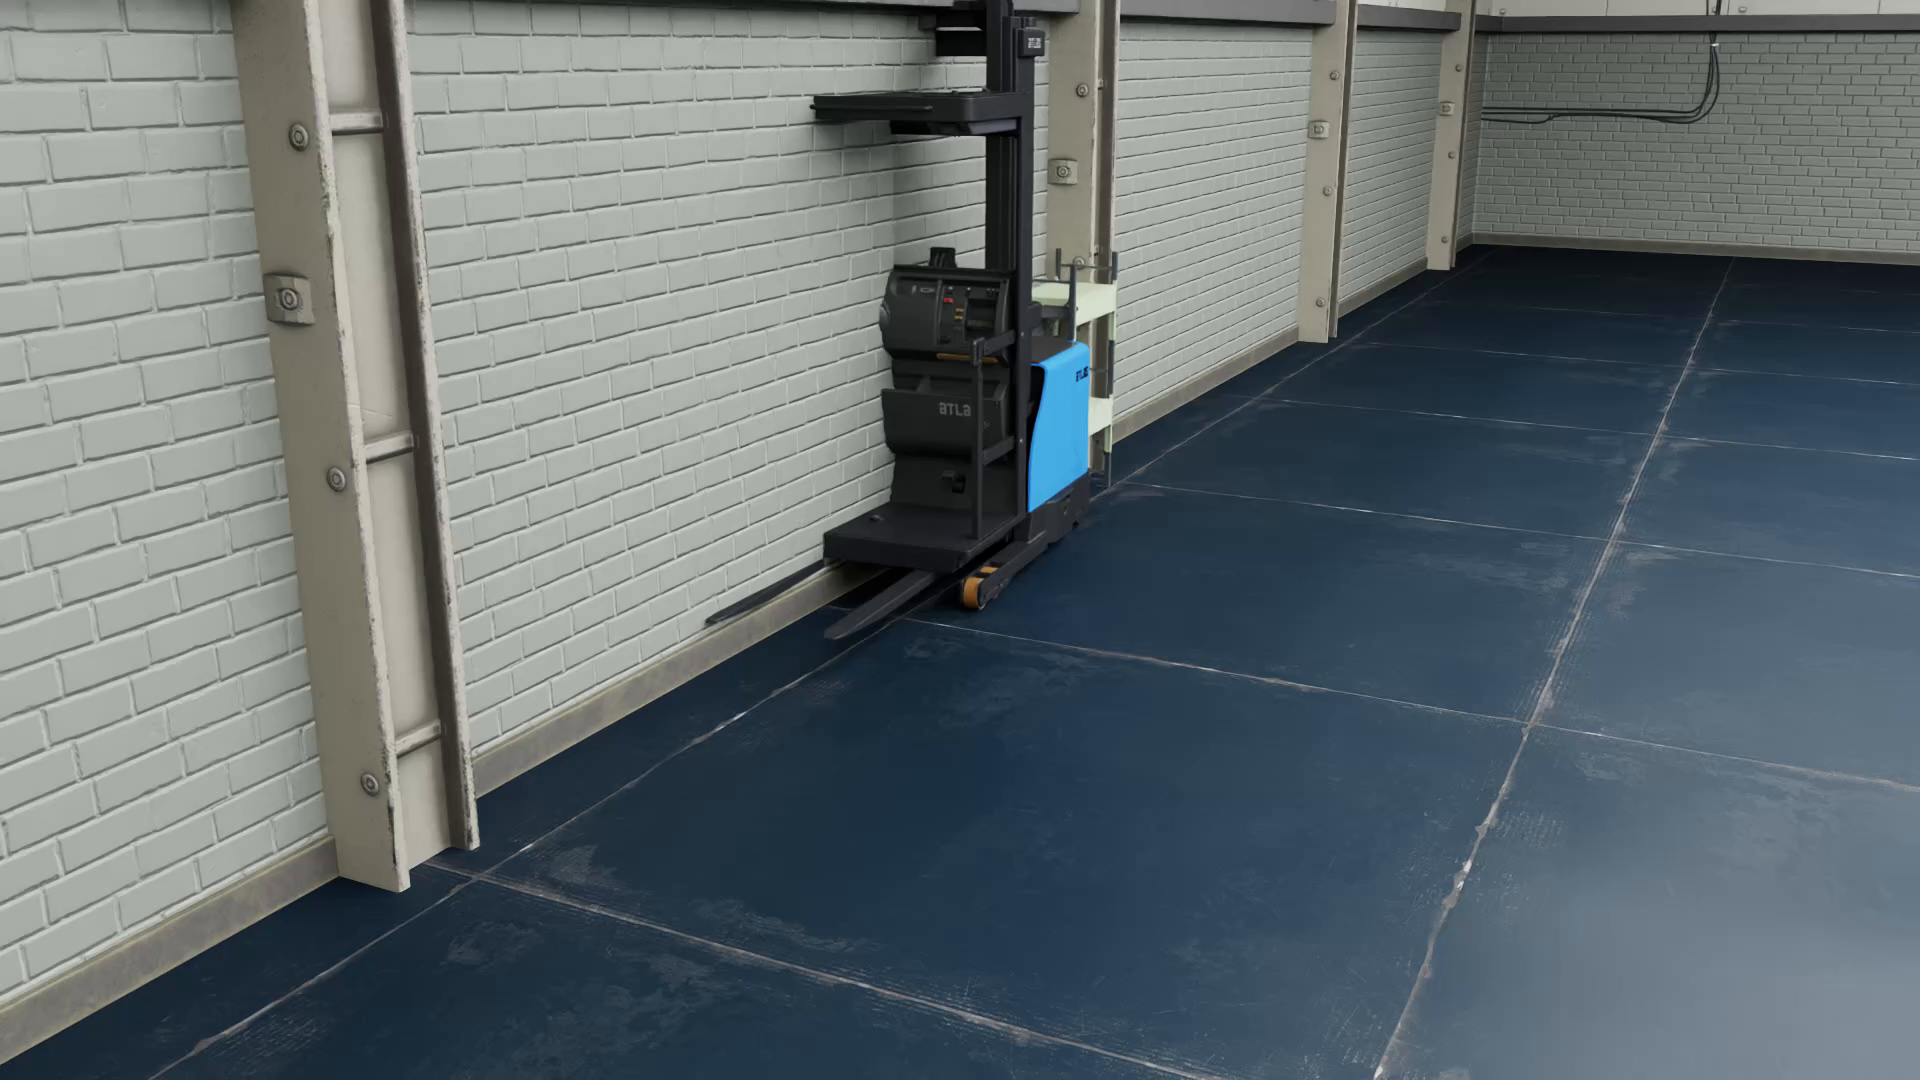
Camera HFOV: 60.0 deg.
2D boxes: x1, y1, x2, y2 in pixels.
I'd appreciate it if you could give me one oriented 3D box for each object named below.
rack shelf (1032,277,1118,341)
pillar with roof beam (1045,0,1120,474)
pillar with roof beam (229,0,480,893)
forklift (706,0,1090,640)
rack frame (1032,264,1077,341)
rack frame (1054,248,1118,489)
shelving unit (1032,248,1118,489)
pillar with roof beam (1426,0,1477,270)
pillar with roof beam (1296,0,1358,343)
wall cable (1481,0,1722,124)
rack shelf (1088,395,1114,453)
[{"bbox_3d":[0.633,-1.356,10.071,0.431,0.370,0.720,8,18,23],"label":"rack shelf"},{"bbox_3d":[4.610,-4.185,7.810,9.100,9.000,0.400,8,18,25],"label":"pillar with roof beam"},{"bbox_3d":[1.929,-2.657,2.665,9.100,9.000,0.400,8,18,25],"label":"pillar with roof beam"},{"bbox_3d":[-0.271,-1.191,8.387,1.130,2.935,3.031,7,18,22],"label":"forklift"},{"bbox_3d":[0.480,-0.889,9.861,0.400,1.500,0.023,8,18,23],"label":"rack frame"},{"bbox_3d":[0.780,-1.075,10.502,0.400,1.500,0.023,8,18,23],"label":"rack frame"},{"bbox_3d":[0.630,-0.982,10.182,0.431,1.500,0.755,8,18,23],"label":"shelving unit"},{"bbox_3d":[9.972,-7.242,18.101,9.100,9.000,0.400,8,18,25],"label":"pillar with roof beam"},{"bbox_3d":[7.291,-5.713,12.956,9.100,9.000,0.400,8,18,25],"label":"pillar with roof beam"},{"bbox_3d":[8.620,-6.883,22.347,3.097,2.526,0.112,8,18,25],"label":"wall cable"},{"bbox_3d":[0.627,-0.669,10.274,0.431,0.370,0.720,8,18,23],"label":"rack shelf"}]
